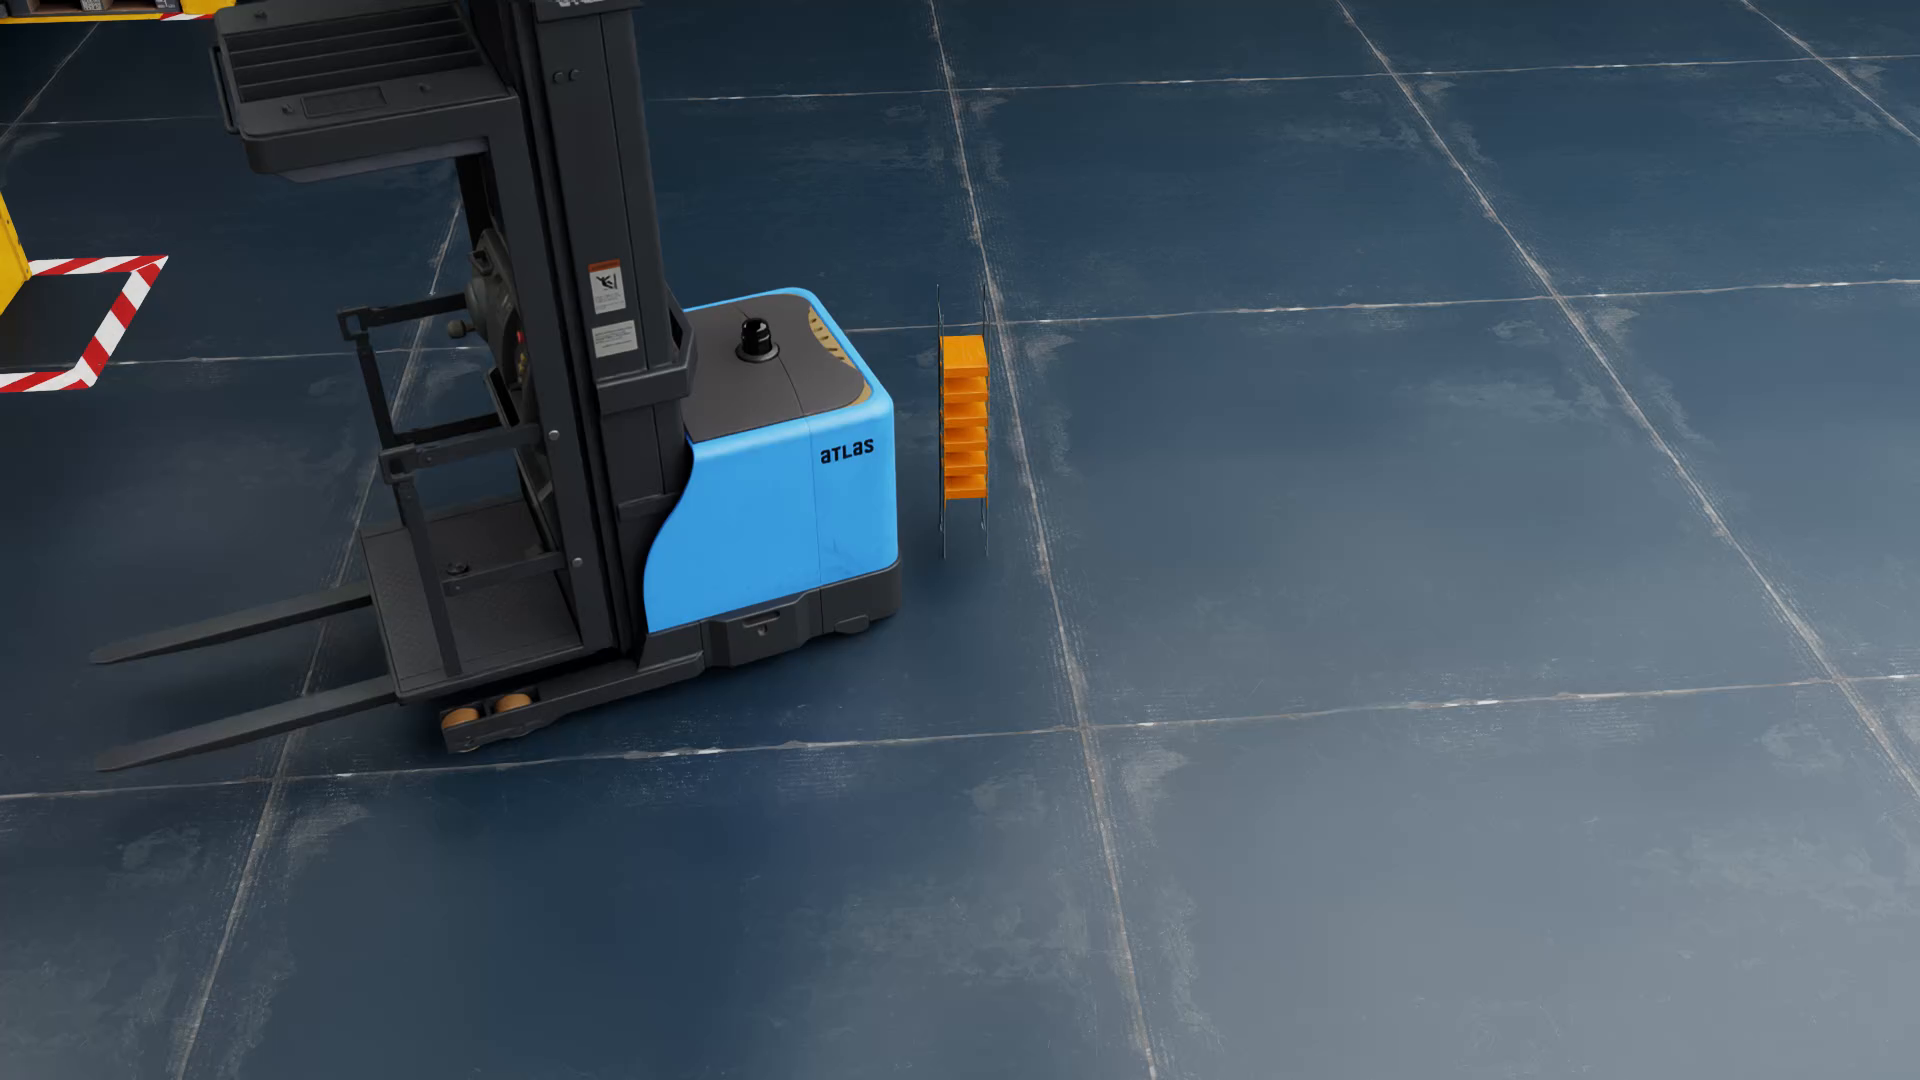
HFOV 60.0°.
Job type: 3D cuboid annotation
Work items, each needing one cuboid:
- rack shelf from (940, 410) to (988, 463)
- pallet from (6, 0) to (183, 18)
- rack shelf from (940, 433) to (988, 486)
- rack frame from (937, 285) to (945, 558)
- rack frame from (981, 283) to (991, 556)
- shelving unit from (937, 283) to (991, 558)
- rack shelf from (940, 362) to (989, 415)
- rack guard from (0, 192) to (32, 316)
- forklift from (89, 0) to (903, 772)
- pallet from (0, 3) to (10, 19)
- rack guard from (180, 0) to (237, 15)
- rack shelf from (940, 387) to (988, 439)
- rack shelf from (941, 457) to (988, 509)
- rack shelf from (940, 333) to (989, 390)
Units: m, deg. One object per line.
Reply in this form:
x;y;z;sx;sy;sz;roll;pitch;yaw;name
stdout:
0.014;-0.437;6.907;0.180;0.103;0.258;-3;38;-4;rack shelf
-6.322;-4.197;12.399;1.213;0.211;1.003;-3;38;-4;pallet
0.014;-0.343;6.981;0.180;0.103;0.258;-3;38;-4;rack shelf
-0.077;-0.467;6.873;0.006;1.200;0.240;-3;38;-4;rack frame
0.106;-0.477;6.886;0.006;1.200;0.240;-3;38;-4;rack frame
0.014;-0.472;6.879;0.189;1.200;0.258;-3;38;-4;shelving unit
0.014;-0.625;6.758;0.180;0.103;0.258;-3;38;-4;rack shelf
-5.196;-1.312;8.509;0.348;0.500;1.175;-3;38;-4;rack guard
-1.798;-0.729;5.807;3.031;2.935;1.130;-15;41;-18;forklift
-7.534;-4.132;12.317;1.213;0.211;1.003;-3;38;-4;pallet
-5.540;-4.380;12.397;0.348;0.500;1.175;-3;38;-4;rack guard
0.014;-0.531;6.833;0.180;0.103;0.258;-3;38;-4;rack shelf
0.014;-0.249;7.056;0.180;0.103;0.258;-3;38;-4;rack shelf
0.014;-0.720;6.684;0.180;0.103;0.258;-3;38;-4;rack shelf
